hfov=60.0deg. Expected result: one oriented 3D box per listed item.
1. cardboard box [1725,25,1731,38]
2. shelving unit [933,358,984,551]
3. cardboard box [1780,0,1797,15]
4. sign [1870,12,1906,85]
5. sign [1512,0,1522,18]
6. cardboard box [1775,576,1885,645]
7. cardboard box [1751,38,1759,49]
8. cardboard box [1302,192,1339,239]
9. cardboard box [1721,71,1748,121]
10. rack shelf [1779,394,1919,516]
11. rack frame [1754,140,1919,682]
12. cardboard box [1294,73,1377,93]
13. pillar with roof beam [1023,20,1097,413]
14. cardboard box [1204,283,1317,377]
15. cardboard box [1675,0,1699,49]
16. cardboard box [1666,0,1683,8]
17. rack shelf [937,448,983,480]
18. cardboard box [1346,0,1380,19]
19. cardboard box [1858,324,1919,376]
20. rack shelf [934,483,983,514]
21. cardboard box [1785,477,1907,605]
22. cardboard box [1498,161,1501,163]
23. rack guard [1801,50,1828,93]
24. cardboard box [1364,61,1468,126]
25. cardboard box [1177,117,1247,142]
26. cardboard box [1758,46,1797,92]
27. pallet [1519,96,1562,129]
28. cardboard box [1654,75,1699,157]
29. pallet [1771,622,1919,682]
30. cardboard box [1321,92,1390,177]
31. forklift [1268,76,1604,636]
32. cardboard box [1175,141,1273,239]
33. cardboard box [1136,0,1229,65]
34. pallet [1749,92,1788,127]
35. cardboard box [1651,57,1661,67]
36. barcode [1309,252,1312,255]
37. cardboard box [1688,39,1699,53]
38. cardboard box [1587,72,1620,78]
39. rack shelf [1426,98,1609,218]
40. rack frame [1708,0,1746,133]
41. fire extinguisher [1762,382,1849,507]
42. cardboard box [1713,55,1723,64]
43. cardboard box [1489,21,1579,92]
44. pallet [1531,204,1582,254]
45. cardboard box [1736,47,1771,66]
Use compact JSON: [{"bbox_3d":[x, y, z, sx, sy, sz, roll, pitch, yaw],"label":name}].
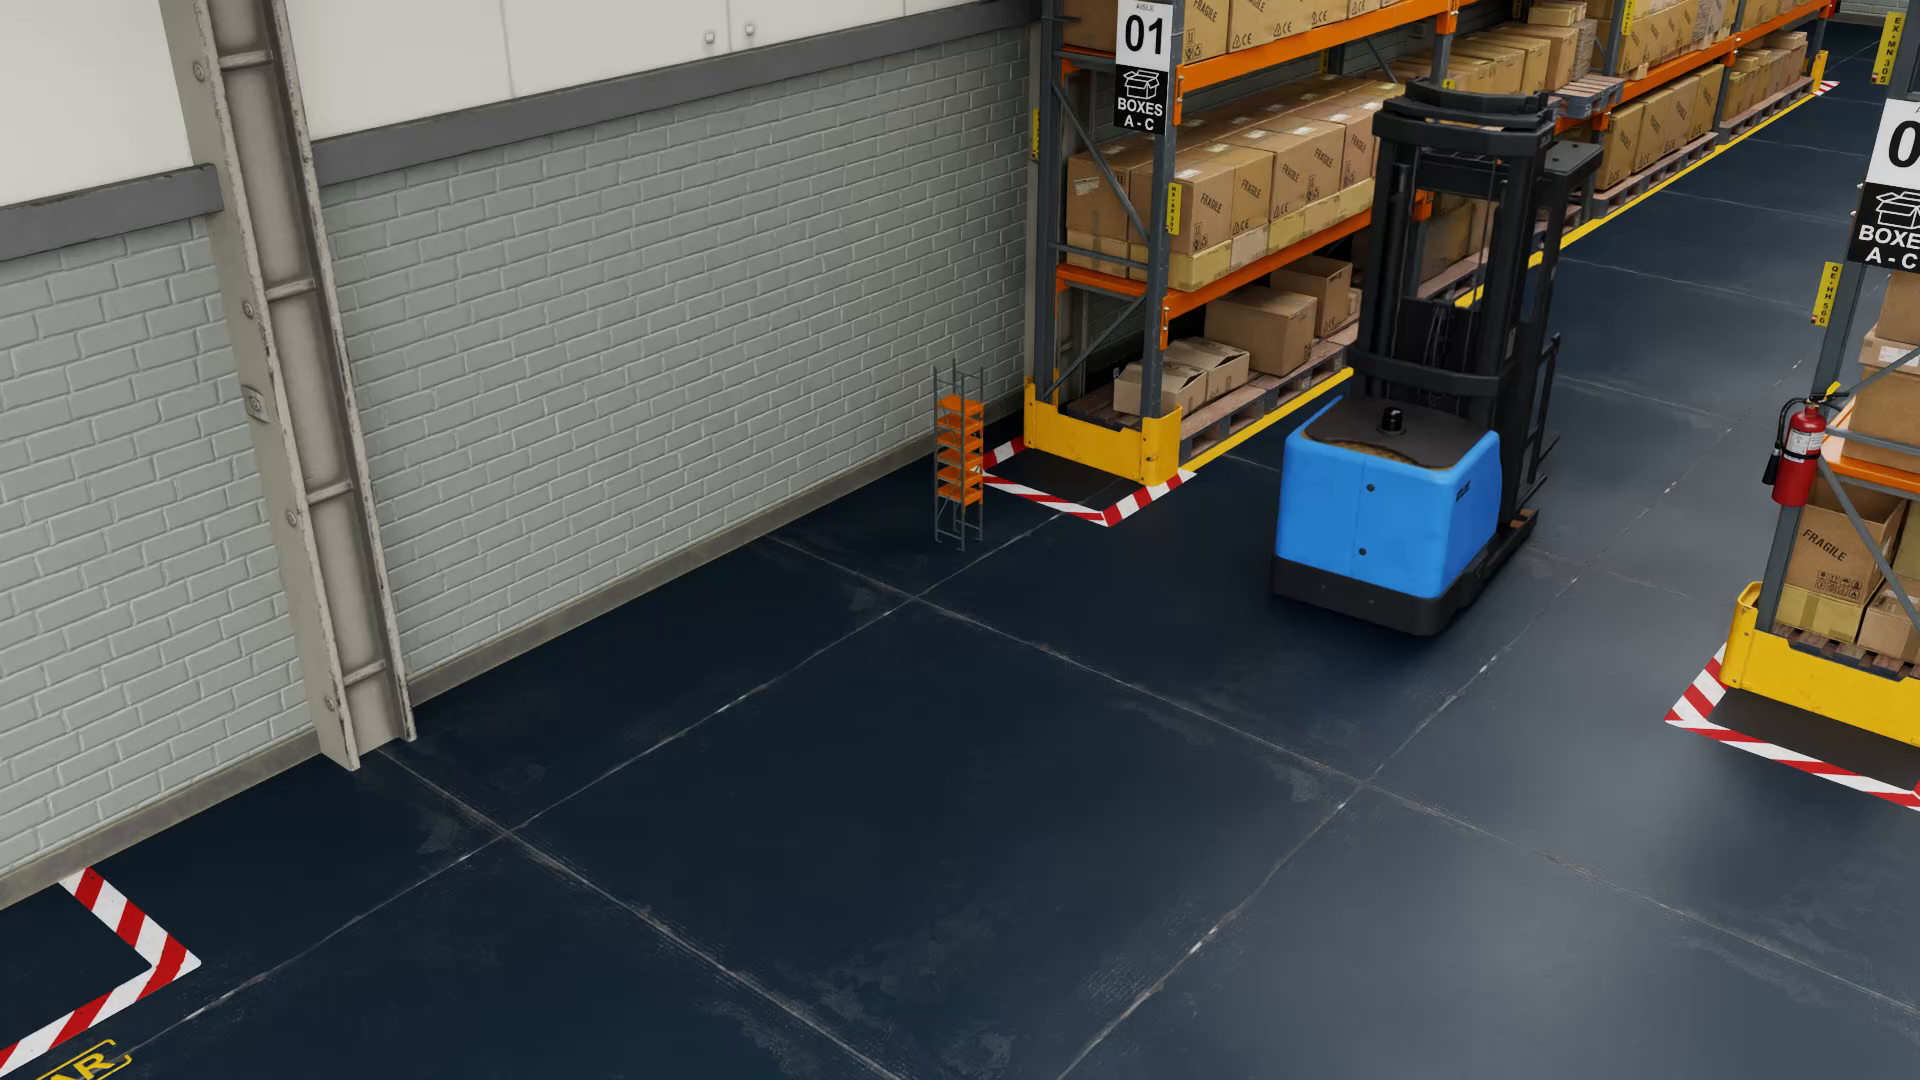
[{"bbox_3d":[8.582,-5.843,19.032,0.380,0.149,0.250,21,34,35],"label":"cardboard box"},{"bbox_3d":[-0.009,-0.528,10.464,0.258,1.200,0.189,21,34,34],"label":"shelving unit"},{"bbox_3d":[9.860,-6.987,20.666,0.980,0.700,0.700,19,33,32],"label":"cardboard box"},{"bbox_3d":[4.360,-2.301,7.792,0.100,0.325,0.005,21,34,34],"label":"sign"},{"bbox_3d":[5.604,-5.406,16.674,0.100,0.325,0.005,21,34,34],"label":"sign"},{"bbox_3d":[4.883,0.311,9.420,0.500,0.250,0.500,21,34,34],"label":"cardboard box"},{"bbox_3d":[10.037,-6.398,21.410,0.380,0.149,0.250,21,34,35],"label":"cardboard box"},{"bbox_3d":[2.472,-2.462,12.386,0.500,0.250,0.500,21,34,35],"label":"cardboard box"},{"bbox_3d":[9.133,-5.460,20.303,0.700,0.500,0.500,21,34,35],"label":"cardboard box"},{"bbox_3d":[6.042,-0.837,9.886,1.077,0.370,4.000,21,34,34],"label":"rack shelf"},{"bbox_3d":[4.770,-0.447,8.350,1.000,3.000,0.127,21,34,34],"label":"rack frame"},{"bbox_3d":[3.030,-3.482,13.541,0.500,0.500,0.500,20,33,33],"label":"cardboard box"},{"bbox_3d":[4.045,-3.801,8.304,9.100,9.000,0.400,21,34,34],"label":"pillar with roof beam"},{"bbox_3d":[2.323,-1.646,12.908,0.700,0.500,0.500,18,33,31],"label":"cardboard box"},{"bbox_3d":[7.522,-5.559,17.776,0.500,0.500,0.500,22,34,36],"label":"cardboard box"},{"bbox_3d":[7.178,-5.704,17.240,0.500,0.250,0.500,21,34,35],"label":"cardboard box"},{"bbox_3d":[-0.009,-0.488,10.485,0.258,0.103,0.180,21,34,34],"label":"rack shelf"},{"bbox_3d":[2.705,-4.063,11.945,0.500,0.500,0.500,19,33,33],"label":"cardboard box"},{"bbox_3d":[4.866,-0.971,8.548,0.380,0.149,0.250,20,33,34],"label":"cardboard box"},{"bbox_3d":[-0.009,-0.275,10.595,0.258,0.103,0.180,21,34,34],"label":"rack shelf"},{"bbox_3d":[4.882,-0.023,9.249,0.500,0.500,0.500,21,34,34],"label":"cardboard box"},{"bbox_3d":[4.882,-3.510,15.697,0.500,0.250,0.500,21,34,34],"label":"cardboard box"},{"bbox_3d":[11.138,-6.465,22.703,1.175,0.500,0.348,21,34,34],"label":"rack guard"},{"bbox_3d":[3.840,-3.722,14.093,0.700,0.500,0.500,21,34,35],"label":"cardboard box"},{"bbox_3d":[1.735,-2.759,12.143,0.500,0.500,0.500,20,33,33],"label":"cardboard box"},{"bbox_3d":[10.436,-6.188,21.711,0.700,0.500,0.500,21,34,34],"label":"cardboard box"},{"bbox_3d":[4.806,-3.931,15.293,1.003,0.211,1.213,21,34,34],"label":"pallet"},{"bbox_3d":[7.702,-4.796,18.638,0.750,0.750,0.750,22,35,36],"label":"cardboard box"},{"bbox_3d":[5.224,0.508,9.539,1.003,0.211,1.213,21,34,34],"label":"pallet"},{"bbox_3d":[3.115,-3.151,12.901,0.500,0.500,0.500,21,34,34],"label":"cardboard box"},{"bbox_3d":[3.108,-1.378,10.223,1.130,2.935,3.031,17,32,30],"label":"forklift"},{"bbox_3d":[1.803,-2.423,11.494,0.500,0.500,0.500,21,34,35],"label":"cardboard box"},{"bbox_3d":[1.351,-3.325,10.518,0.500,0.500,0.500,22,34,36],"label":"cardboard box"},{"bbox_3d":[9.898,-5.591,21.328,1.003,0.211,1.213,21,34,34],"label":"pallet"},{"bbox_3d":[7.219,-5.141,17.675,0.380,0.149,0.250,21,34,35],"label":"cardboard box"},{"bbox_3d":[2.961,-2.418,14.053,0.001,0.075,0.075,21,34,34],"label":"barcode"},{"bbox_3d":[7.910,-5.490,18.350,0.380,0.149,0.250,21,34,34],"label":"cardboard box"},{"bbox_3d":[6.422,-4.677,16.777,0.380,0.149,0.250,20,34,34],"label":"cardboard box"},{"bbox_3d":[4.762,-3.702,15.424,1.077,0.370,4.000,21,34,34],"label":"rack shelf"},{"bbox_3d":[8.578,-6.148,19.371,1.000,3.000,0.127,21,34,34],"label":"rack frame"},{"bbox_3d":[4.337,-0.507,8.550,0.296,0.674,0.183,21,34,34],"label":"fire extinguisher"},{"bbox_3d":[9.388,-6.036,20.710,0.380,0.149,0.250,20,33,33],"label":"cardboard box"},{"bbox_3d":[5.408,-4.594,15.779,0.700,0.500,0.500,17,32,30],"label":"cardboard box"},{"bbox_3d":[5.536,-3.215,16.735,1.003,0.211,1.213,21,34,34],"label":"pallet"},{"bbox_3d":[9.824,-6.001,20.644,0.380,0.149,0.250,20,33,33],"label":"cardboard box"}]
